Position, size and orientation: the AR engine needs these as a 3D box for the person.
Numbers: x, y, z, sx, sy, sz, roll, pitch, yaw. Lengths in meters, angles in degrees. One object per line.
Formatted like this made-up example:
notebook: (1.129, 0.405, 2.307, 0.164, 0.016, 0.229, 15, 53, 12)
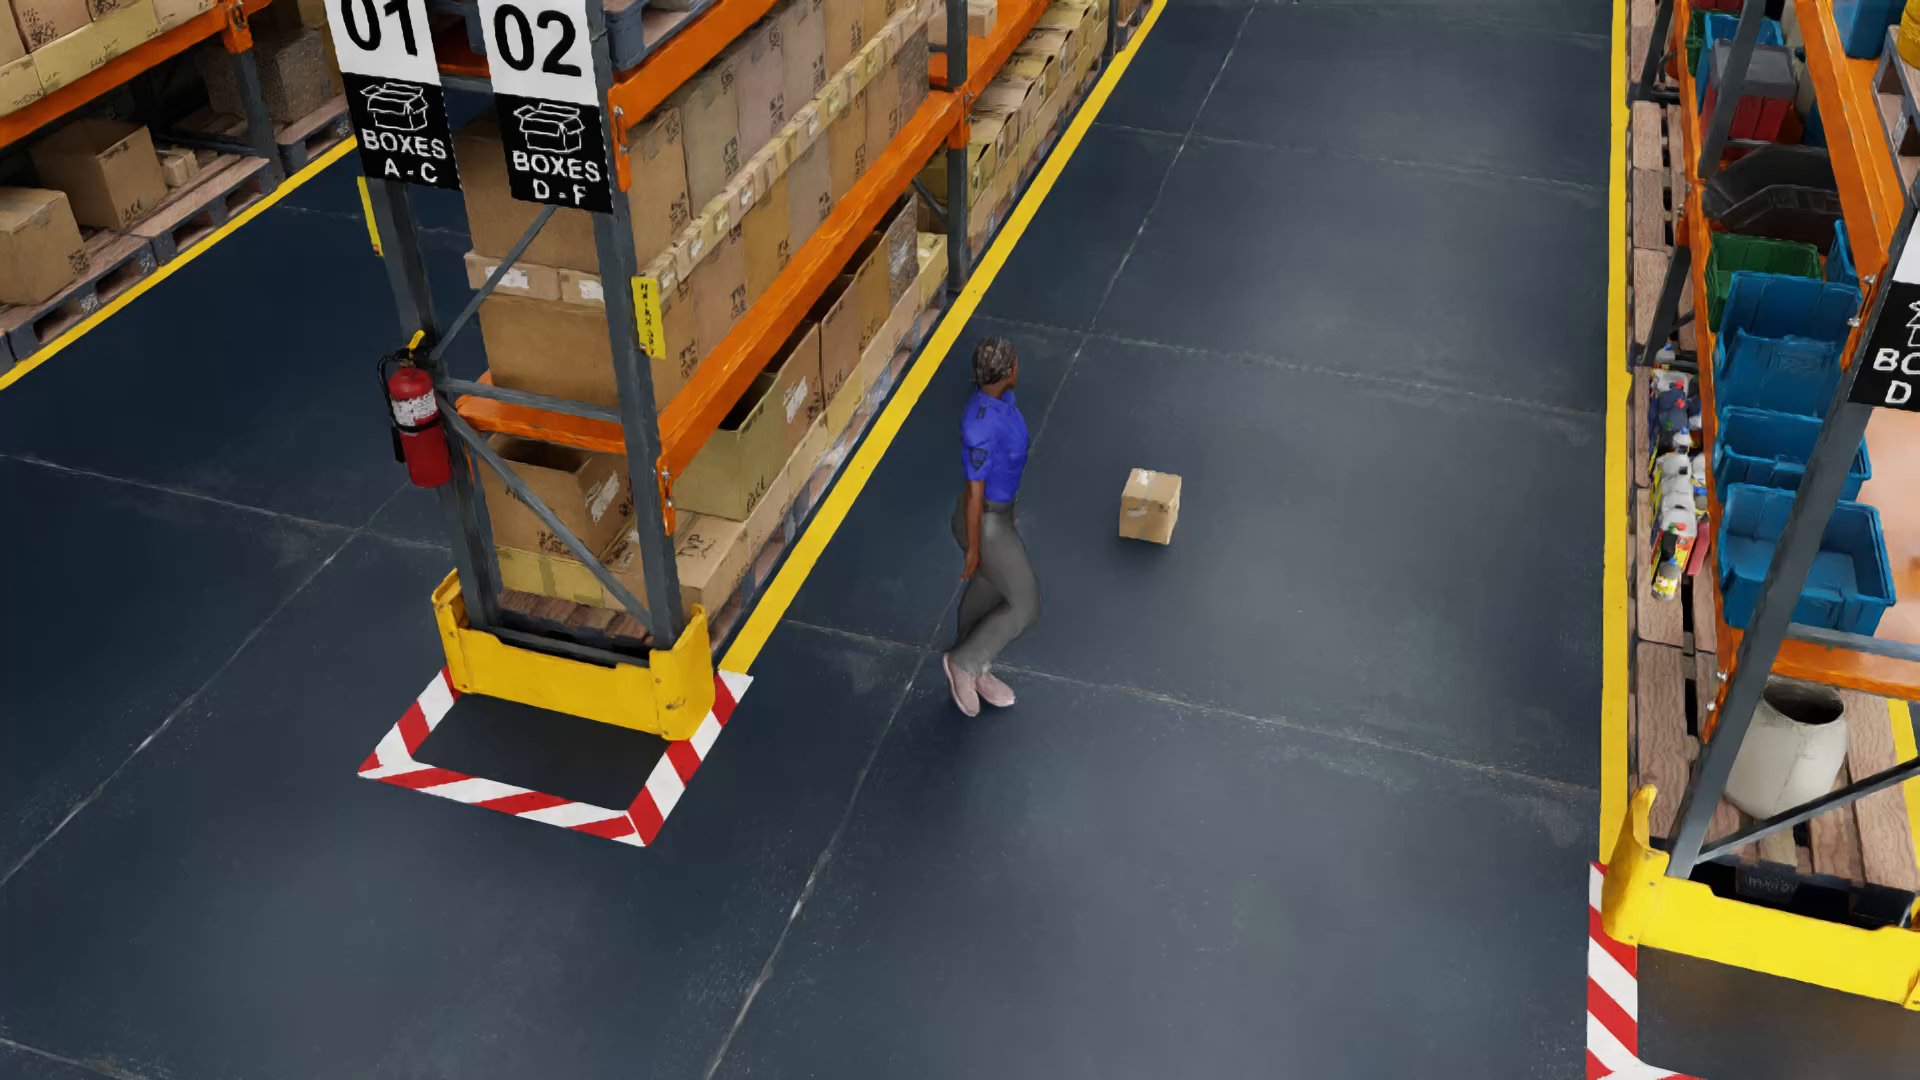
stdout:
person: (0.164, -0.033, 6.926, 0.427, 1.650, 0.664, 6, 38, 8)
